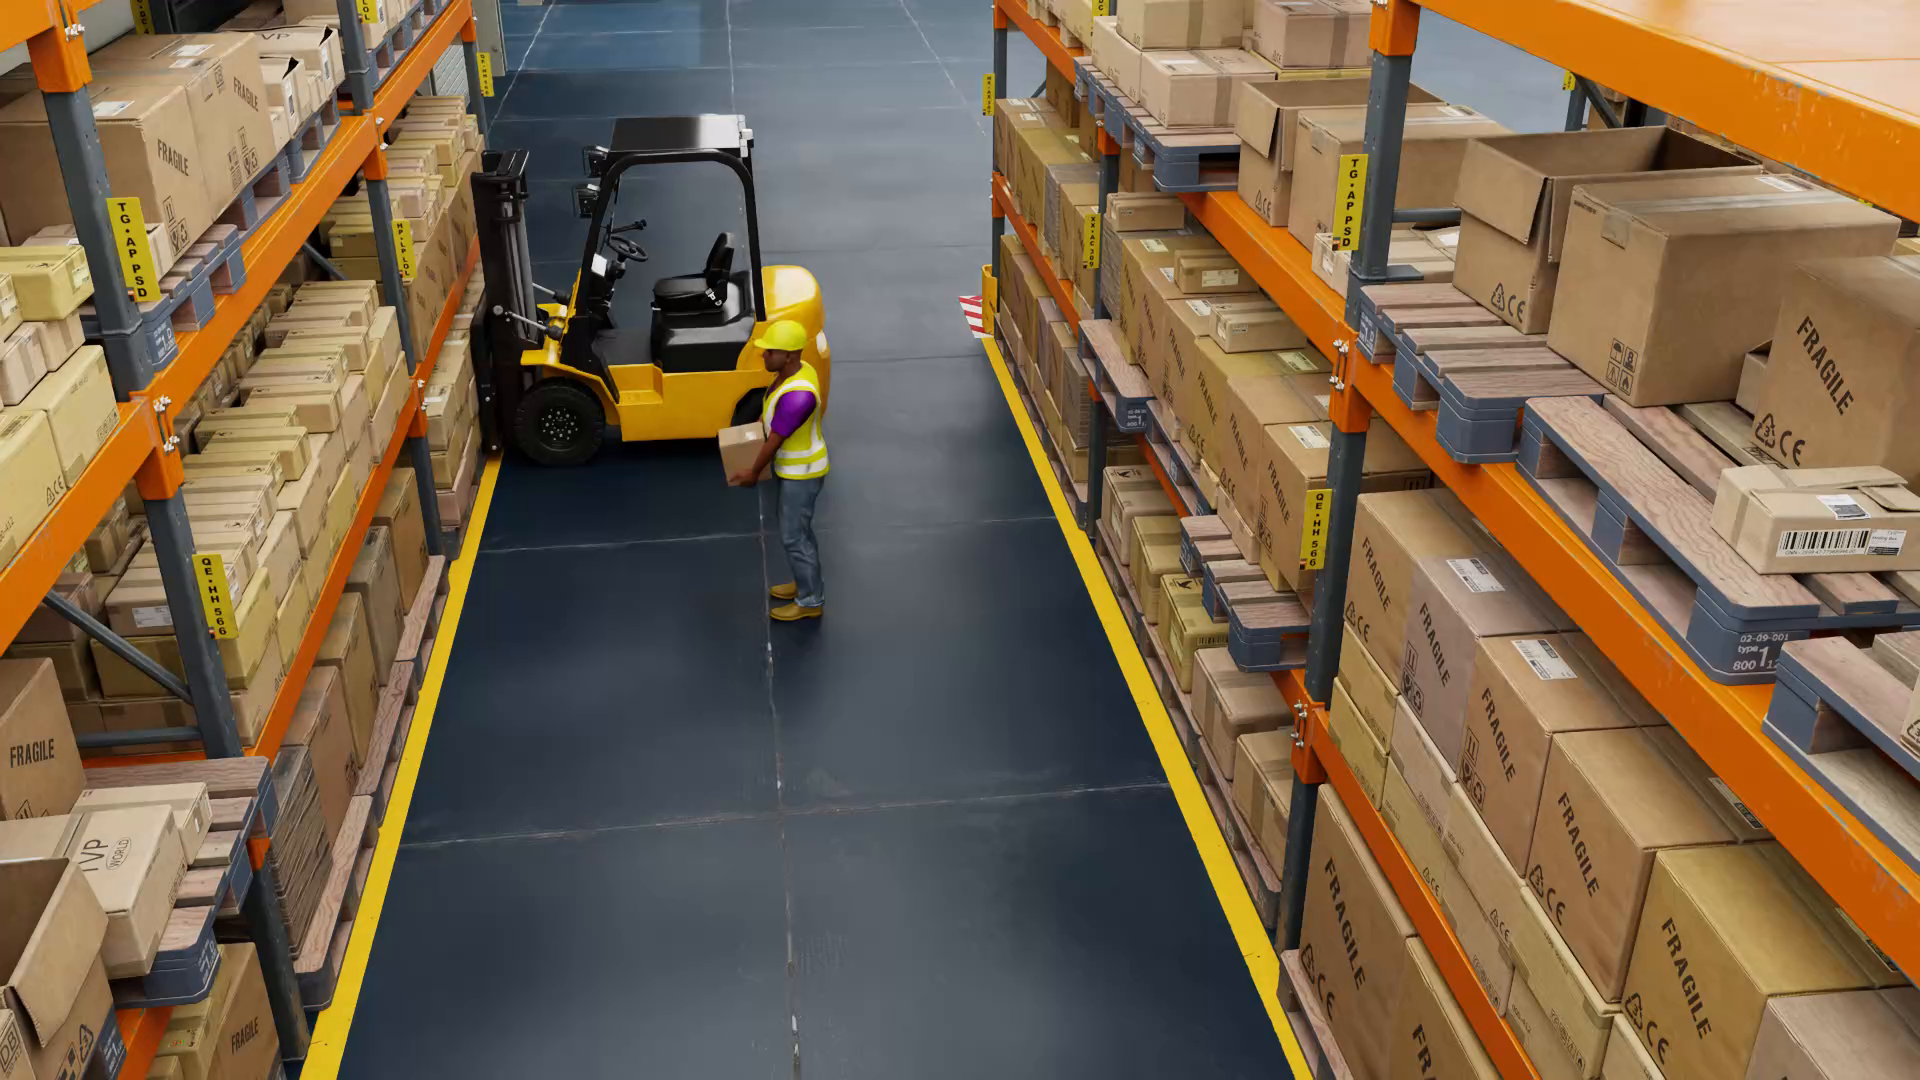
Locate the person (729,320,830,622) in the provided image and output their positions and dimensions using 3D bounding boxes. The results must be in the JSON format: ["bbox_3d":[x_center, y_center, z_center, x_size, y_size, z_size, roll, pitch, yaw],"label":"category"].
[{"bbox_3d":[-1.018,-0.391,9.362,0.566,1.762,0.505,-4,27,-8],"label":"person"}]
